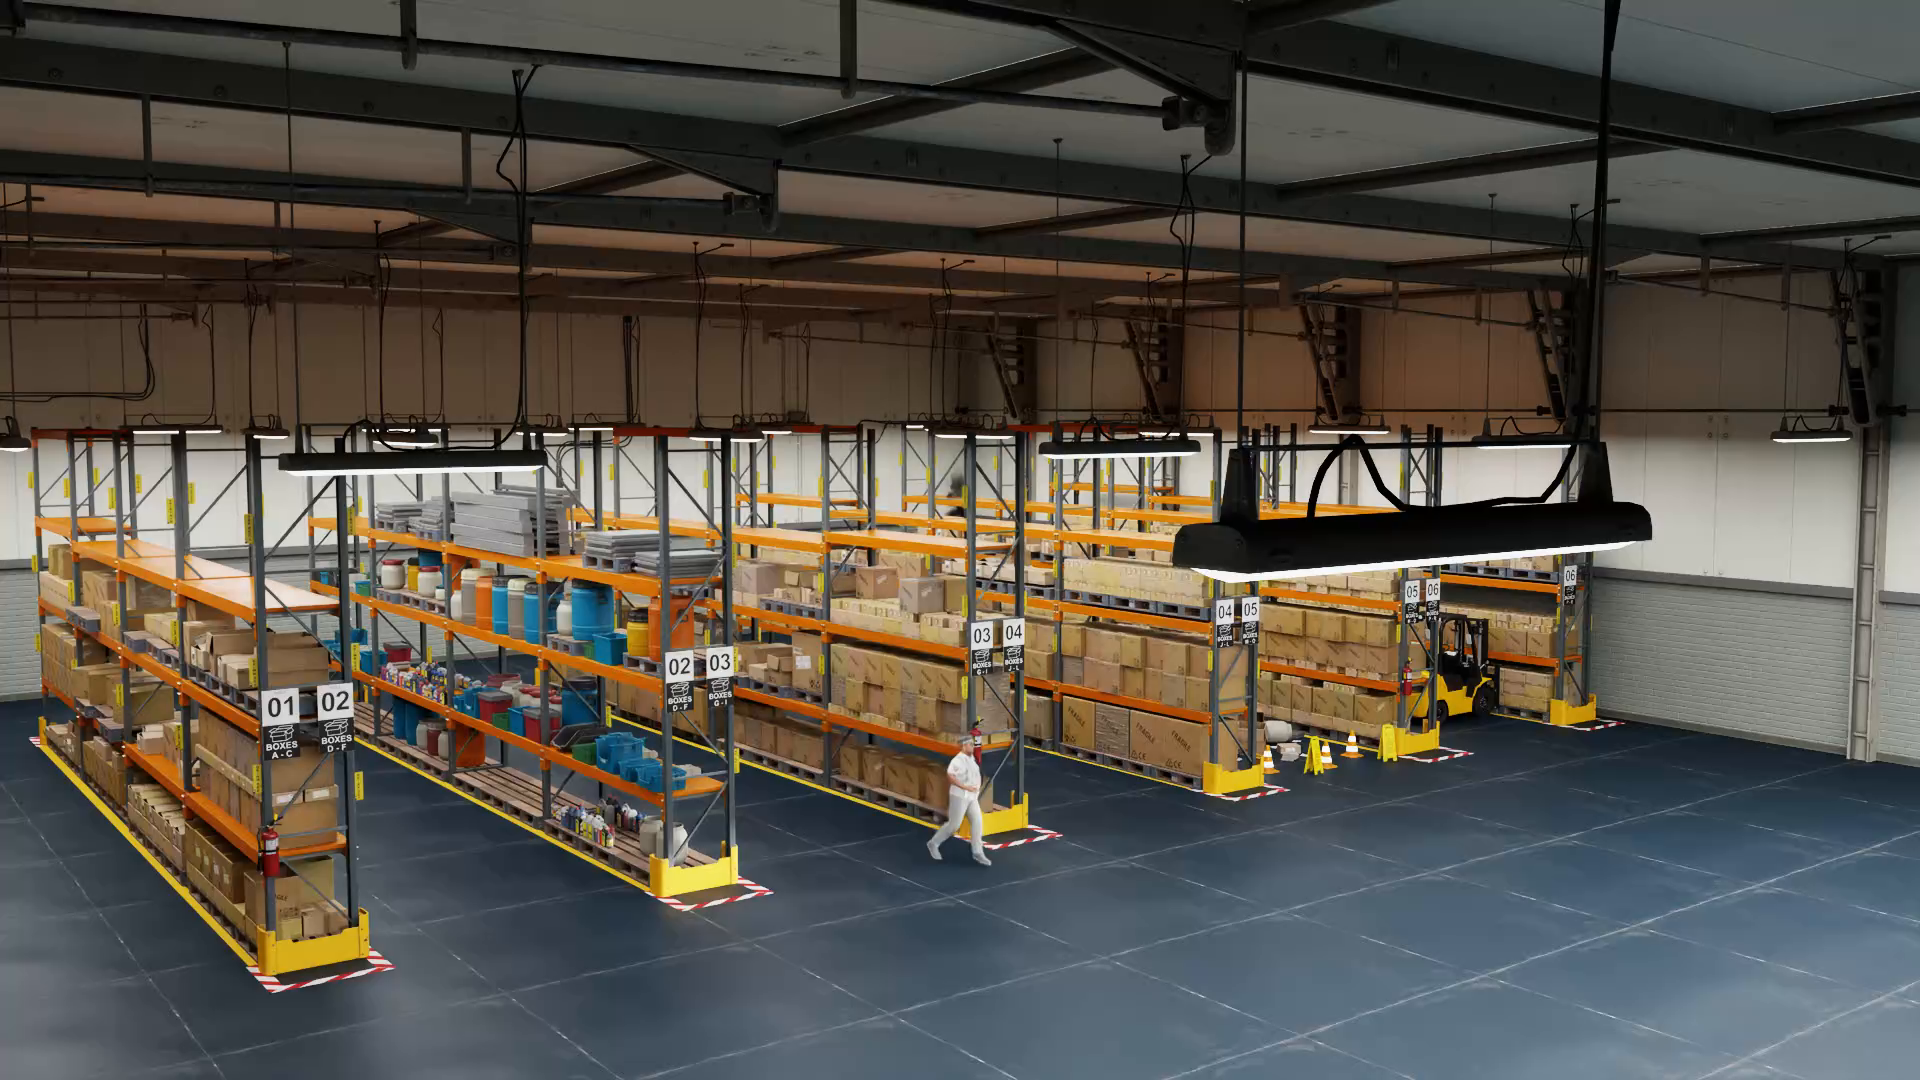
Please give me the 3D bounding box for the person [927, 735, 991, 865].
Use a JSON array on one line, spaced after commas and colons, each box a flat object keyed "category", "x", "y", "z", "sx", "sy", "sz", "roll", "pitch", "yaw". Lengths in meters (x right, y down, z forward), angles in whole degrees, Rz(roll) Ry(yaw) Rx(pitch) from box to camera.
[{"category": "person", "x": 0.081, "y": 3.615, "z": 23.350, "sx": 0.965, "sy": 1.766, "sz": 0.737, "roll": 3, "pitch": 5, "yaw": 31}]
